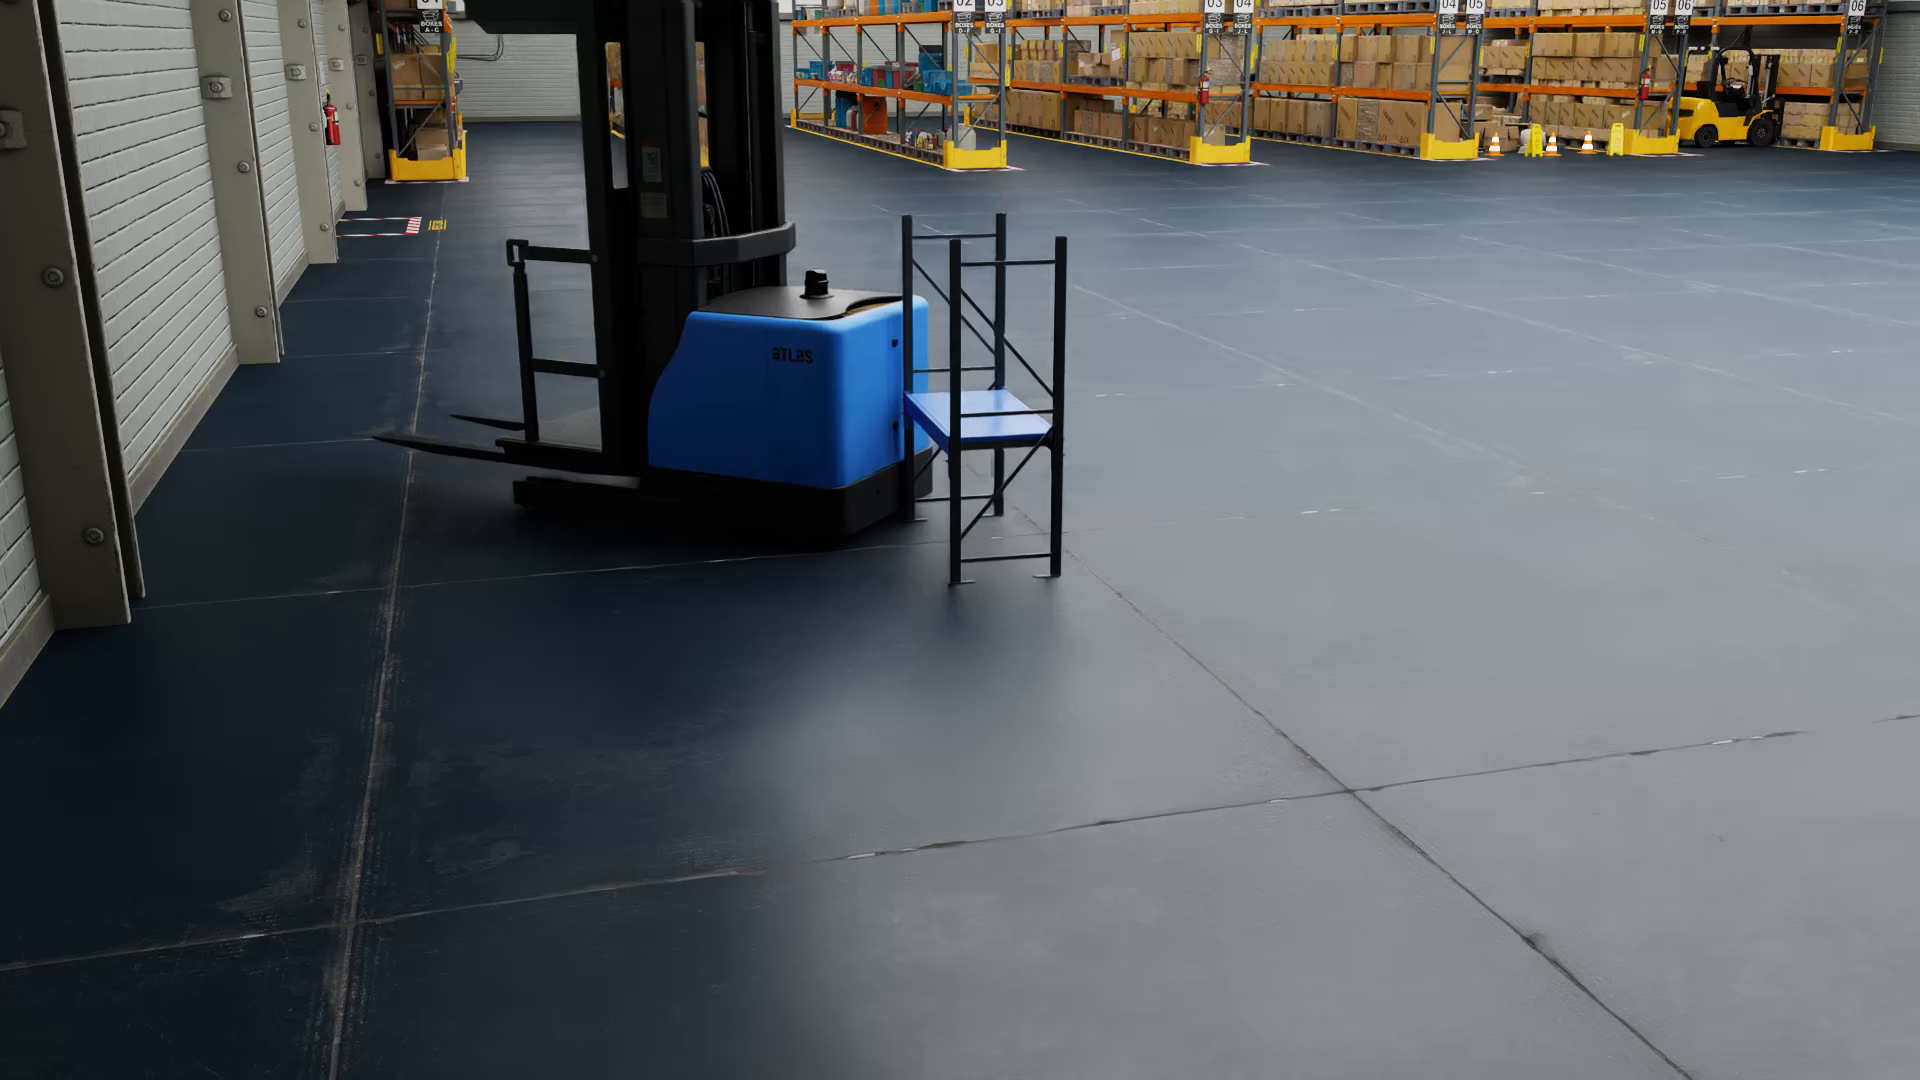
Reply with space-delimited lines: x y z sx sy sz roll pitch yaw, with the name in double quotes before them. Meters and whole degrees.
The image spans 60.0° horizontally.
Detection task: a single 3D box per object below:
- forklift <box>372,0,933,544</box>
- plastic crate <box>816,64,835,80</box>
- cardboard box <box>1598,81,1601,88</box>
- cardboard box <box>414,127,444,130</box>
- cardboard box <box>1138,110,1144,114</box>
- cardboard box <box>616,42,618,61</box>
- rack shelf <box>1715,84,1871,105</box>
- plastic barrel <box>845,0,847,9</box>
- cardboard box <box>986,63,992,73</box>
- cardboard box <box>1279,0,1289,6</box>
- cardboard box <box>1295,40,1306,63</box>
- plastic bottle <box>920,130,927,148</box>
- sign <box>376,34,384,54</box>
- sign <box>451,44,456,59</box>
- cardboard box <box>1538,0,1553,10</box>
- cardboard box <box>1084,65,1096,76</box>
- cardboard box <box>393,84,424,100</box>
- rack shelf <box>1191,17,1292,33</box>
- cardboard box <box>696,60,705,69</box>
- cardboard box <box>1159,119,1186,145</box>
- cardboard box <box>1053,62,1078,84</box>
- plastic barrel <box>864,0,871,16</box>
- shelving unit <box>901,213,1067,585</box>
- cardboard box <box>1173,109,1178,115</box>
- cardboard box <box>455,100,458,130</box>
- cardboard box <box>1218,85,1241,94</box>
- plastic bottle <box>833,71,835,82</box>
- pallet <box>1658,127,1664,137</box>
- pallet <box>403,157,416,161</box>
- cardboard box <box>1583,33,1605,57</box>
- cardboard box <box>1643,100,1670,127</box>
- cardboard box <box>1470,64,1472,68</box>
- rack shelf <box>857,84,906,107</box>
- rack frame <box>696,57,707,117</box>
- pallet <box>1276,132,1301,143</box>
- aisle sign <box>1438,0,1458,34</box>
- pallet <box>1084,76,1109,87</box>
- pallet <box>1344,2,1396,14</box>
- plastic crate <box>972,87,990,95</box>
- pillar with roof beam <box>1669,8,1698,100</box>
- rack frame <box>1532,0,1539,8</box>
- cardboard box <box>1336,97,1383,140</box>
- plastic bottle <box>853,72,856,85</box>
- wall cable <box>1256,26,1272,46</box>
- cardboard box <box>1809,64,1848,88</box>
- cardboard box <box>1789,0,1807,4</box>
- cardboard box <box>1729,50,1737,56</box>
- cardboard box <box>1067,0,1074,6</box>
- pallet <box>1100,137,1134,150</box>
"forklift" -1.697 -1.653 8.361 3.031 2.935 1.130 8 18 24
"plastic crate" -3.408 -11.876 42.197 0.392 0.384 0.575 -5 17 -15
"cardboard box" 14.067 -9.859 35.997 0.380 0.149 0.250 -4 17 -14
"cardboard box" -9.956 -7.486 31.240 0.500 0.500 0.500 -6 18 -19
"cardboard box" 5.344 -12.280 47.845 0.380 0.149 0.250 -4 17 -14
"cardboard box" -8.247 -12.150 41.273 0.500 0.500 0.500 -5 17 -16
"rack shelf" 18.858 -10.210 37.980 1.077 0.370 4.000 -5 17 -15
"plastic barrel" -2.506 -13.244 40.557 0.600 0.588 0.600 0 17 0
"cardboard box" 1.015 -12.741 44.896 0.500 0.250 0.500 -5 17 -16
"cardboard box" 7.831 -12.659 39.025 0.500 0.250 0.500 -4 17 -14
"cardboard box" 8.244 -11.381 38.713 0.700 0.500 0.500 -5 17 -16
"plastic bottle" -0.711 -8.004 33.225 0.144 0.351 0.185 -4 17 -13
"sign" -9.719 -8.317 27.865 0.100 0.325 0.005 -5 17 -15
"sign" -11.959 -11.531 39.252 0.100 0.325 0.005 -5 17 -15
"cardboard box" 13.395 -12.079 37.478 0.500 0.250 0.500 -5 17 -16
"cardboard box" 3.149 -10.685 37.840 0.500 0.250 0.500 -5 17 -17
"cardboard box" -9.495 -7.702 28.603 0.500 0.250 0.500 -4 17 -14
"rack shelf" 7.156 -13.047 42.209 1.077 0.370 4.000 -5 17 -15
"cardboard box" -4.706 -8.492 29.706 0.380 0.149 0.250 -5 17 -16
"cardboard box" 4.491 -8.498 34.644 0.500 0.500 0.500 -6 18 -20
"cardboard box" 2.535 -11.202 39.858 0.500 0.500 0.500 -4 17 -14
"plastic barrel" -1.836 -12.078 36.862 0.600 0.901 0.600 0 17 0
"shelving unit" 0.088 -0.682 7.617 0.538 1.500 1.048 -4 17 -13
"cardboard box" 6.038 -11.695 45.380 0.380 0.149 0.250 -5 18 -17
"cardboard box" -11.689 -9.491 37.341 0.750 0.750 0.750 -5 17 -16
"cardboard box" 5.259 -8.802 32.478 0.380 0.149 0.250 -5 17 -15
"plastic bottle" -3.085 -11.397 40.904 0.097 0.271 0.097 0 17 0
"pallet" 17.730 -10.311 41.913 1.003 0.211 1.213 -5 17 -15
"pallet" -9.722 -6.900 30.555 1.003 0.211 1.213 -5 17 -15
"cardboard box" 13.915 -10.675 35.847 0.700 0.500 0.500 -5 17 -16
"cardboard box" 17.740 -10.738 41.885 0.875 0.625 0.625 -5 18 -18
"cardboard box" 12.641 -11.780 40.533 0.500 0.500 0.500 -4 17 -14
"rack shelf" -1.303 -9.748 36.441 1.077 0.370 4.000 -5 17 -15
"rack frame" -4.418 -8.043 29.512 1.000 3.000 0.127 -5 17 -15
"pallet" 8.182 -9.505 39.229 1.003 0.211 1.213 -5 17 -15
"aisle sign" 9.636 -10.391 32.810 0.394 0.787 0.004 -5 17 -15
"pallet" 3.493 -10.401 37.699 1.003 0.211 1.213 -5 17 -15
"pallet" 9.020 -11.462 35.837 1.003 0.211 1.213 -5 17 -15
"plastic crate" 0.409 -8.580 31.759 0.298 0.136 0.250 -5 17 -15
"pillar with roof beam" 14.295 -14.458 40.442 9.100 9.000 0.400 -5 17 -15
"rack frame" 13.537 -13.588 37.545 1.000 3.000 0.127 -5 17 -15
"cardboard box" 8.911 -9.299 36.660 0.875 0.875 0.875 -4 17 -14
"plastic bottle" -2.438 -10.732 38.669 0.061 0.283 0.133 -5 17 -15
"wall cable" 10.028 -16.194 54.882 0.588 1.984 0.122 -5 17 -15
"cardboard box" 19.020 -10.165 36.404 0.500 0.500 0.500 -5 17 -16
"cardboard box" 18.867 -12.130 36.827 0.700 0.500 0.500 -5 17 -15
"cardboard box" 18.287 -11.434 38.983 0.380 0.149 0.250 -4 17 -14
"cardboard box" 2.791 -12.611 38.465 0.500 0.500 0.500 -5 17 -15
"pallet" 3.793 -8.811 36.917 1.003 0.211 1.213 -5 17 -15
